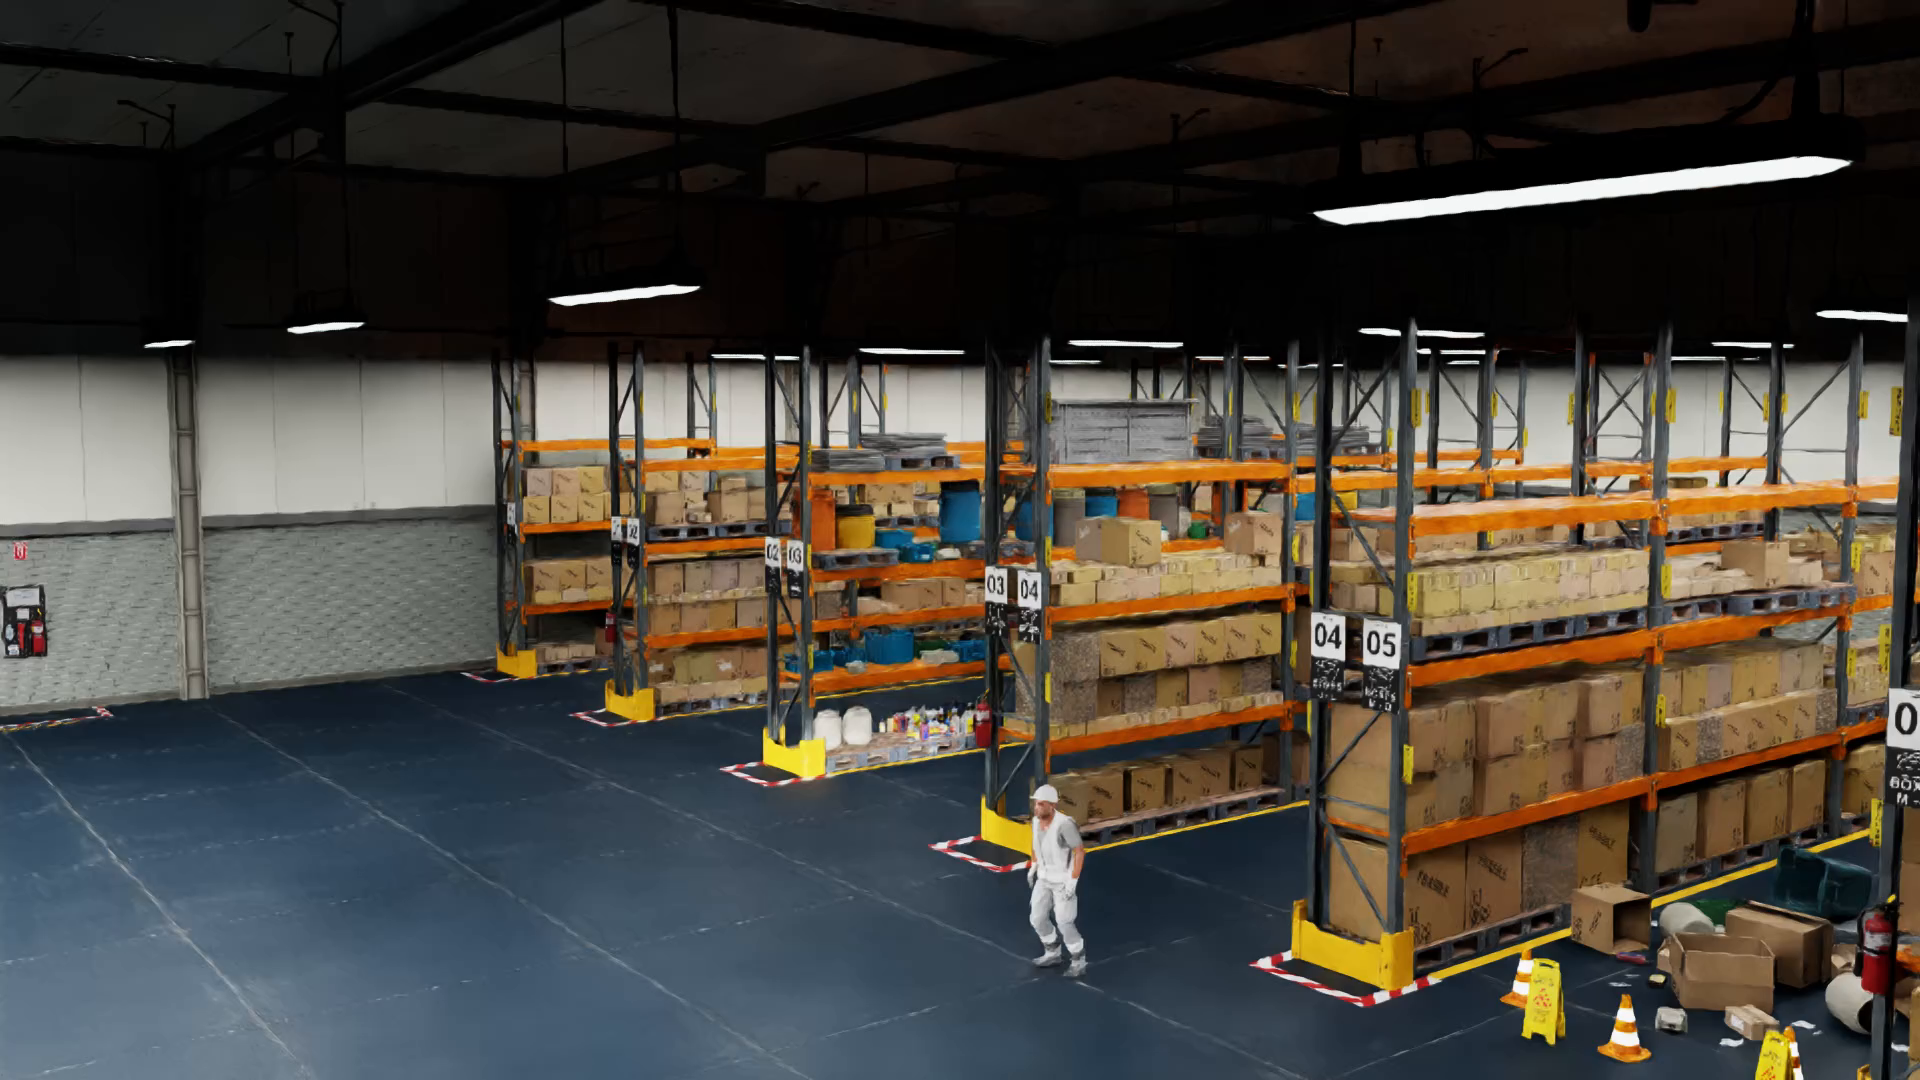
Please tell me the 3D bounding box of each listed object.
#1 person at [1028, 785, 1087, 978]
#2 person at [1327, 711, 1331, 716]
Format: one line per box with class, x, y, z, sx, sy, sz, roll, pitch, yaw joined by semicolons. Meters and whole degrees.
person;0.839;3.011;14.751;0.551;1.742;0.677;-4;6;-38
person;6.024;2.089;26.359;0.519;1.541;0.566;-4;6;-39
